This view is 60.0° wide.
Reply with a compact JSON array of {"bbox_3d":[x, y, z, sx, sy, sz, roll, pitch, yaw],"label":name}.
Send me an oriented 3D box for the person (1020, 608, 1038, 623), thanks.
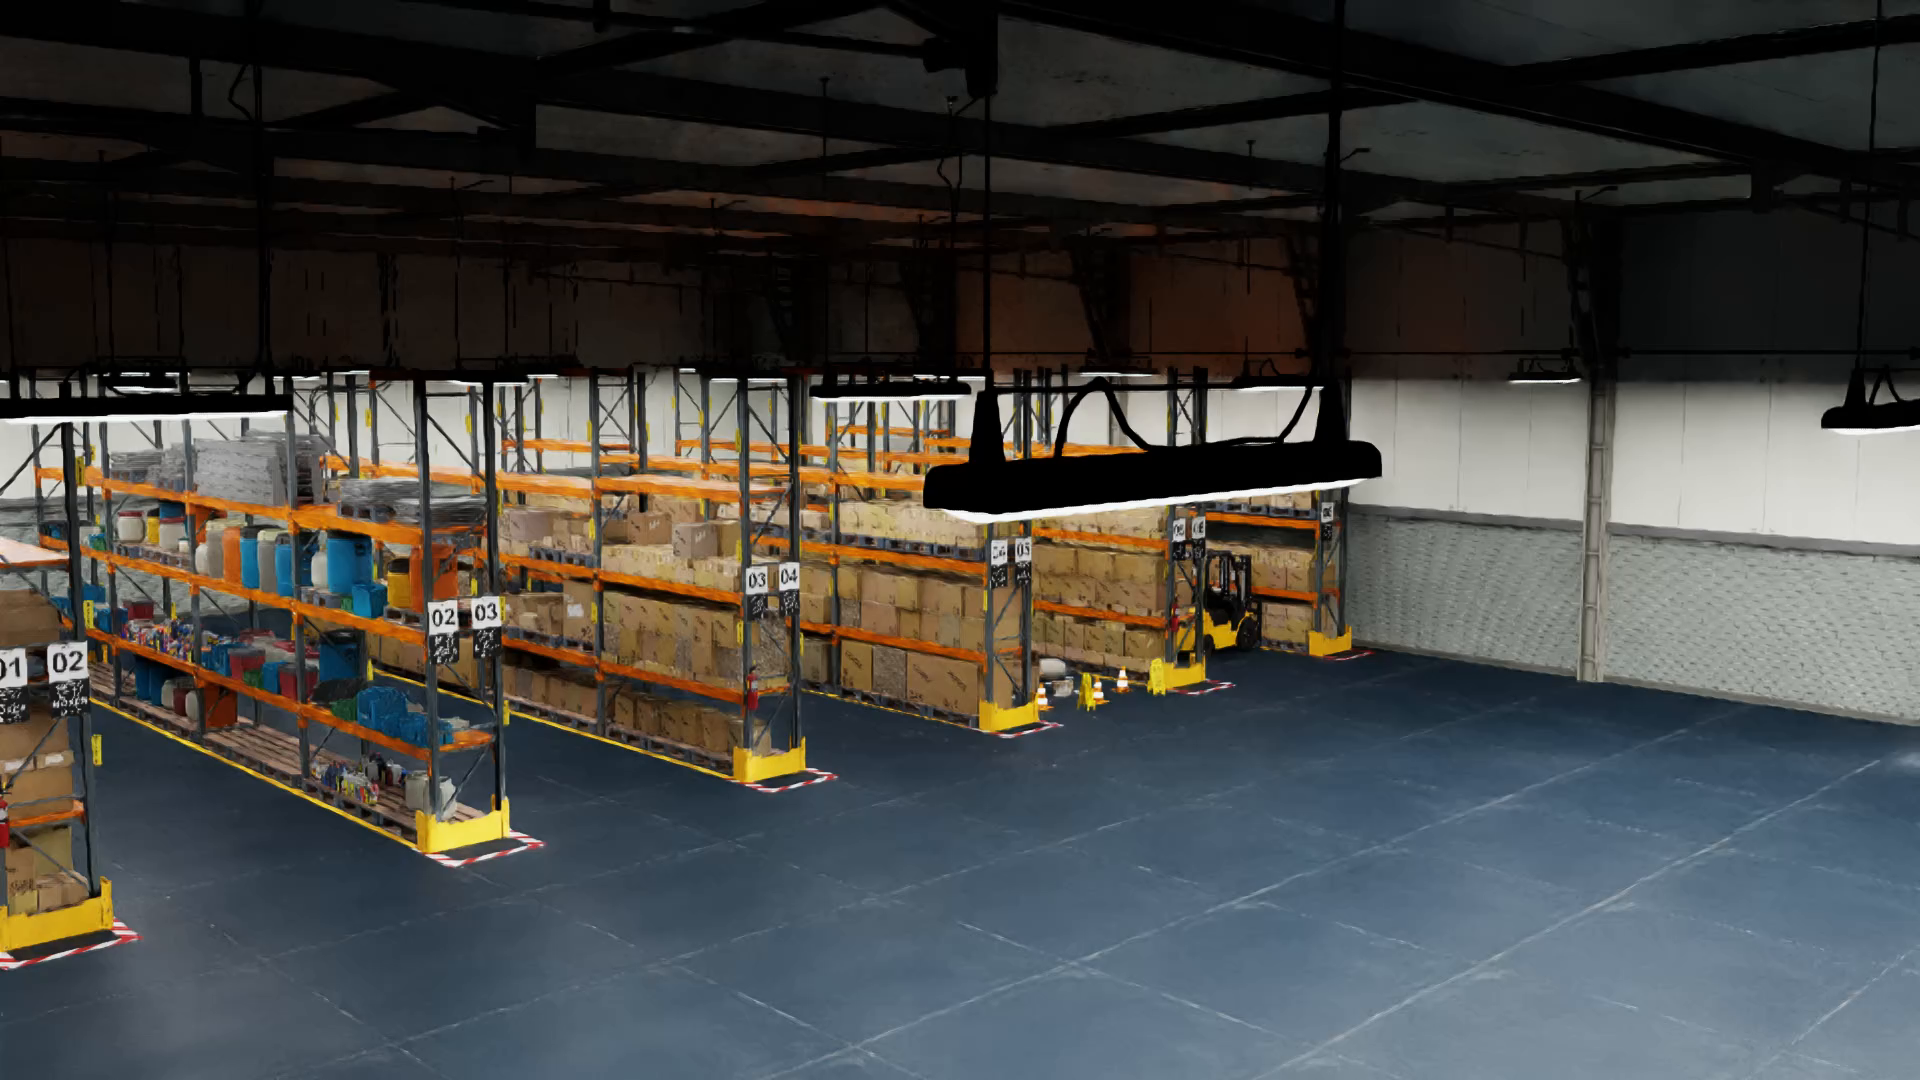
[{"bbox_3d":[1.608,1.115,38.422,0.580,1.746,0.654,-2,7,-17],"label":"person"}]
